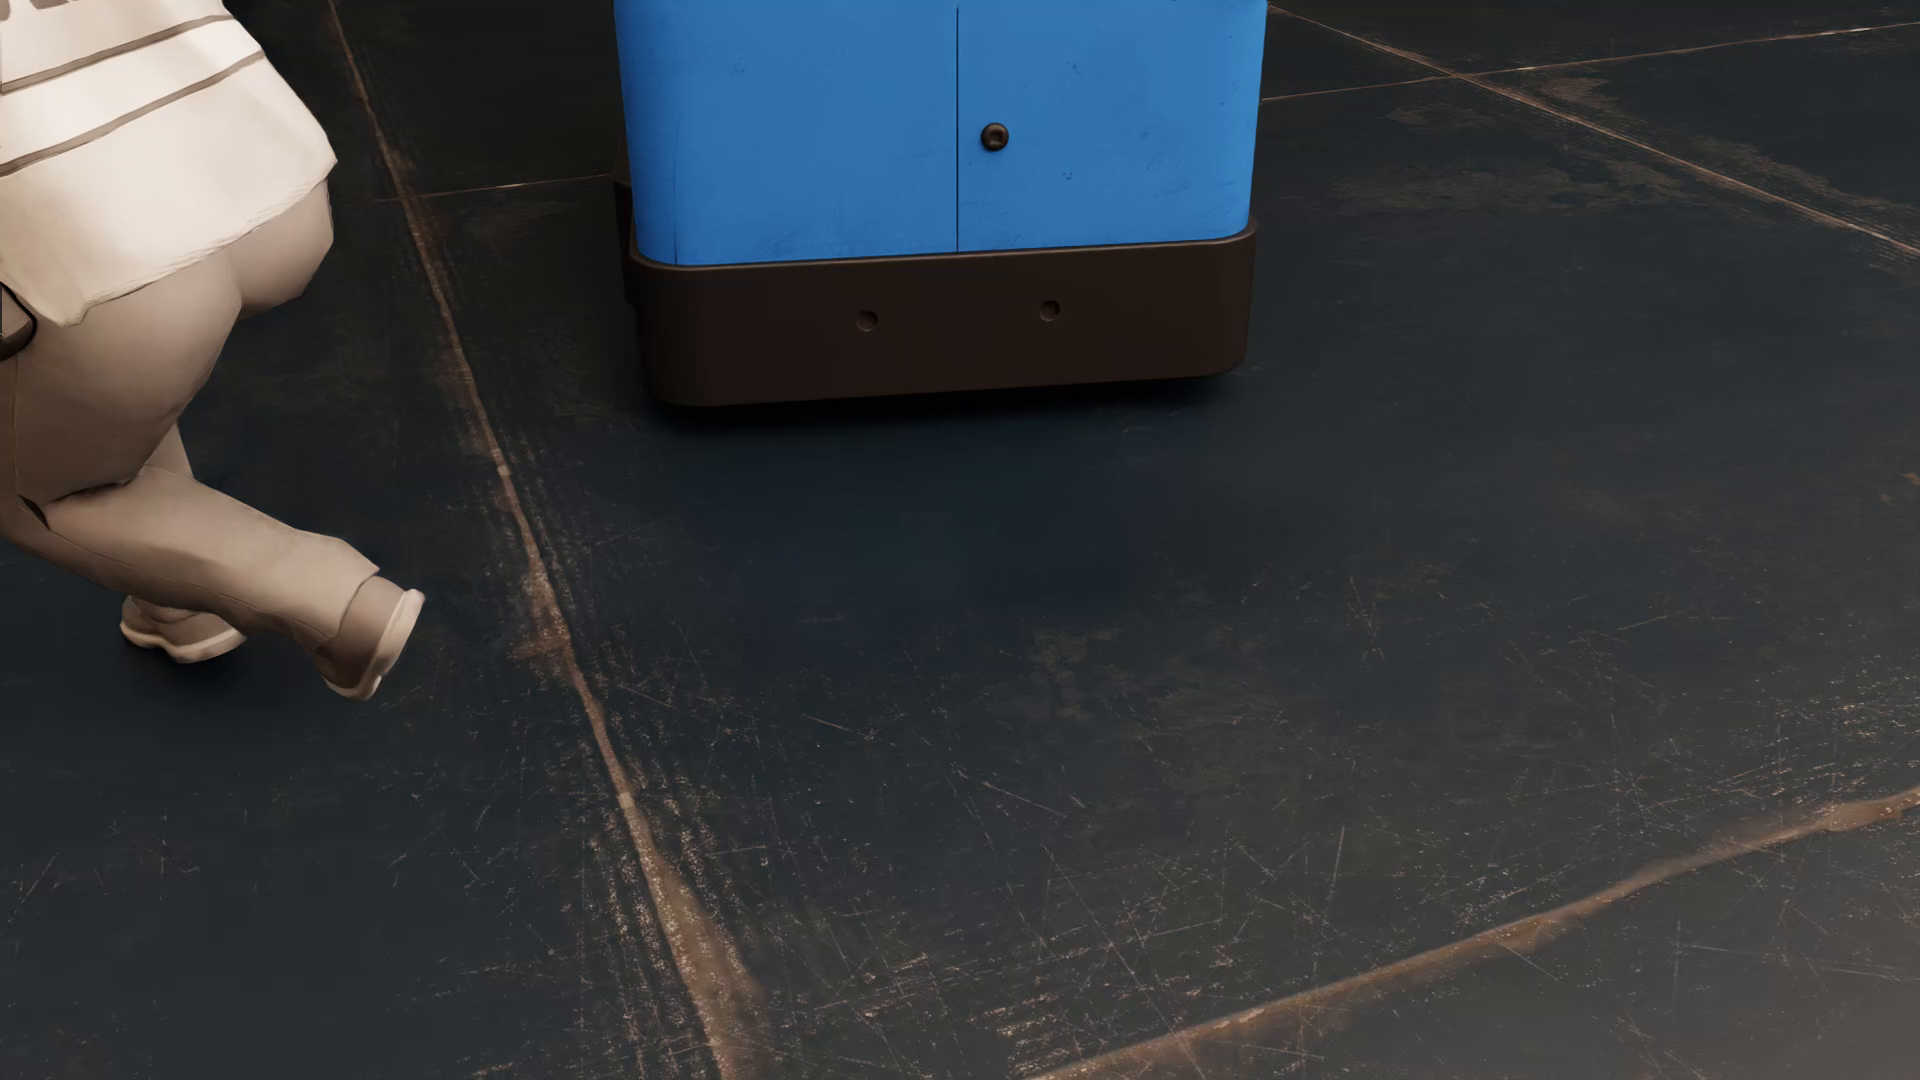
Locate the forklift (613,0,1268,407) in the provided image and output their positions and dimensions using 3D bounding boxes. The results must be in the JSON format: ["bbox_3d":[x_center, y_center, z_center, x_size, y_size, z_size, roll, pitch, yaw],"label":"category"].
[{"bbox_3d":[-0.223,-2.201,3.403,1.130,2.935,3.031,-4,30,-7],"label":"forklift"}]

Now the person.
[{"bbox_3d":[-1.030,-0.470,1.915,1.035,1.406,0.723,18,34,29],"label":"person"}]
